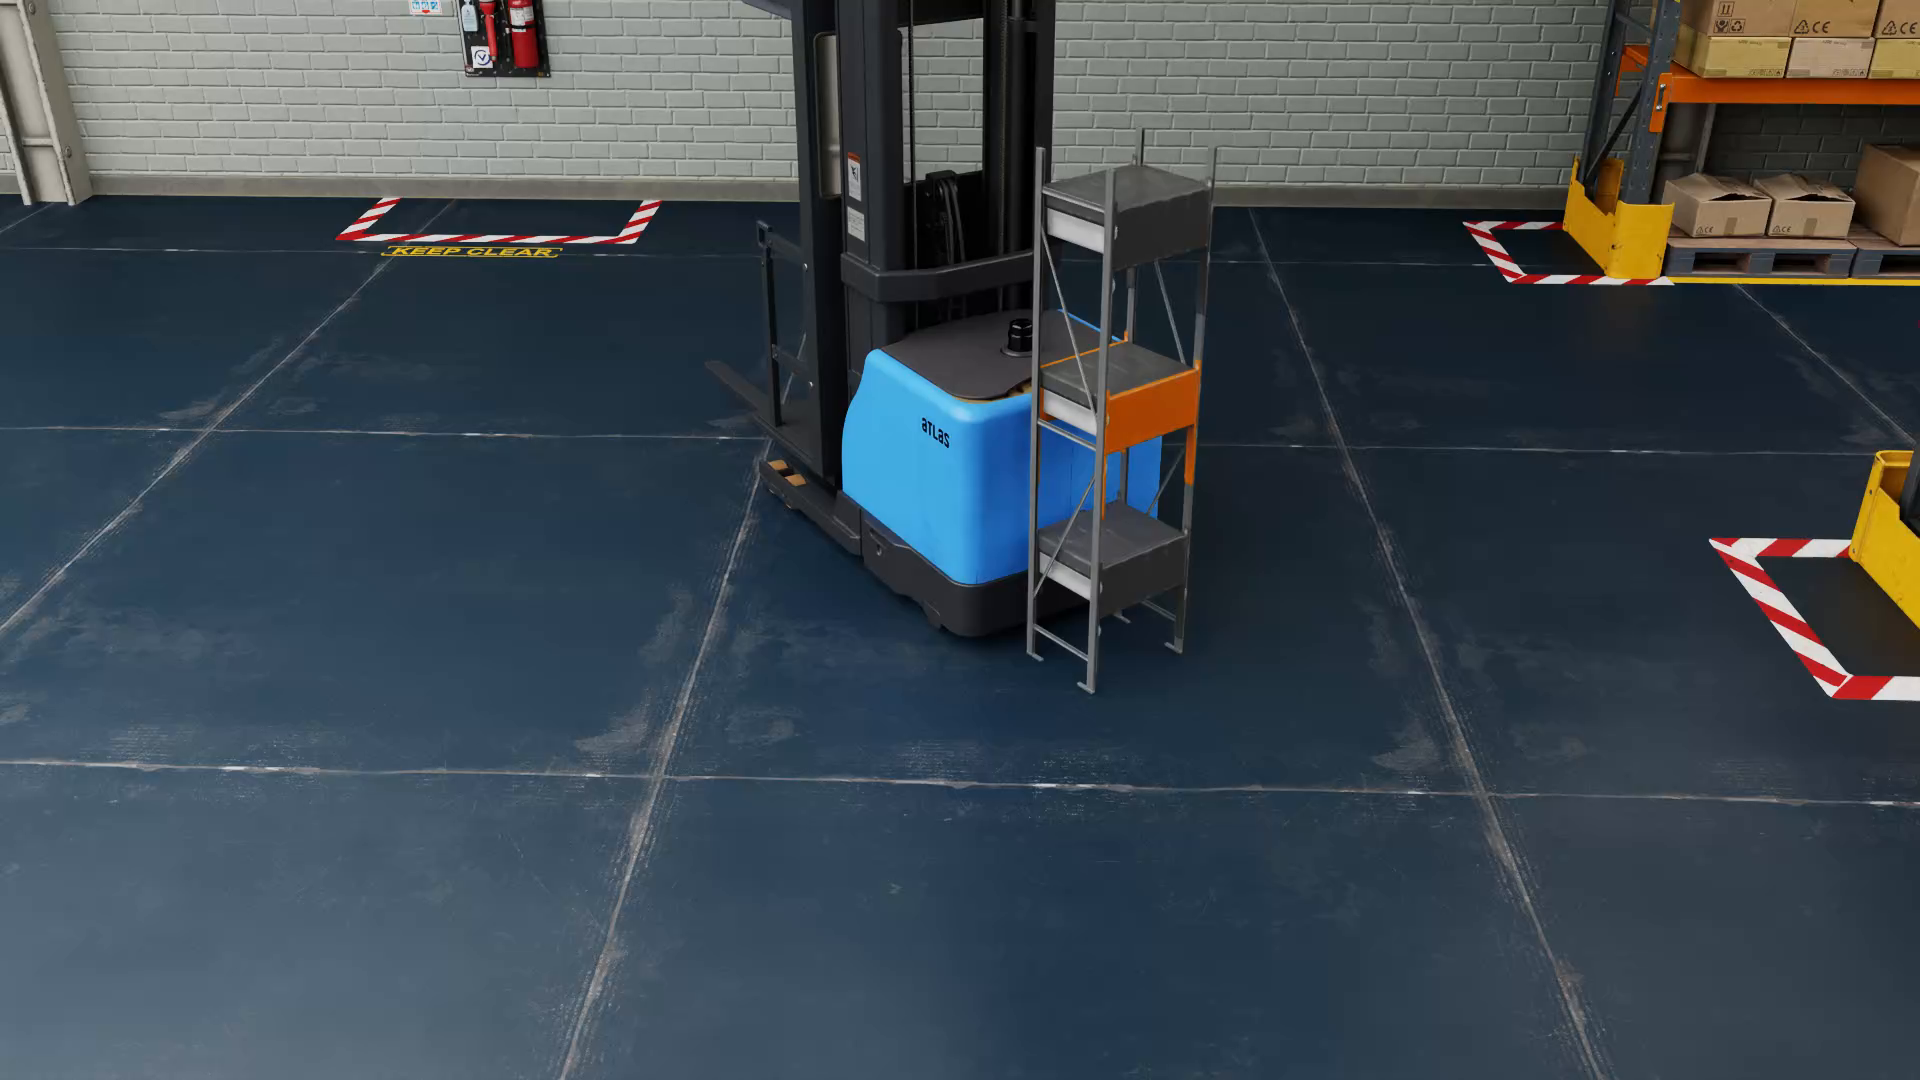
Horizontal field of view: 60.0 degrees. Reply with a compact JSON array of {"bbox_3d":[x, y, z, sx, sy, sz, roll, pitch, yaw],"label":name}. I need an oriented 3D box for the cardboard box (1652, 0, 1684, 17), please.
[{"bbox_3d":[4.899,-3.691,10.849,0.500,0.500,0.500,1,28,1],"label":"cardboard box"}]

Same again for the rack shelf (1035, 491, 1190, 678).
[{"bbox_3d":[0.596,0.170,6.709,0.480,0.518,0.431,-20,34,-33],"label":"rack shelf"}]

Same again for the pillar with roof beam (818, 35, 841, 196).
[{"bbox_3d":[-0.998,-4.454,6.544,0.400,9.000,9.100,1,28,2],"label":"pillar with roof beam"}]

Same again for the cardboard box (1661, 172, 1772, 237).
[{"bbox_3d":[5.109,-2.279,11.247,0.500,0.311,0.500,-2,28,-4],"label":"cardboard box"}]

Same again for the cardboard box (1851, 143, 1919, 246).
[{"bbox_3d":[6.410,-2.317,11.118,0.500,0.500,0.700,-1,28,-1],"label":"cardboard box"}]

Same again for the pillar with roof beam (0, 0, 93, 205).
[{"bbox_3d":[-6.994,-4.553,6.731,0.400,9.000,9.100,1,28,2],"label":"pillar with roof beam"}]

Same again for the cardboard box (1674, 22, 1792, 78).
[{"bbox_3d":[4.897,-3.112,10.556,0.500,0.250,0.500,0,28,0],"label":"cardboard box"}]

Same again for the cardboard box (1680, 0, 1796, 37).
[{"bbox_3d":[4.887,-3.451,10.396,0.500,0.500,0.500,1,28,2],"label":"cardboard box"}]

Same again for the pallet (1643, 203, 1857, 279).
[{"bbox_3d":[5.307,-2.063,11.415,1.213,0.211,1.003,1,28,2],"label":"pallet"}]

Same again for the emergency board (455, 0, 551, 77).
[{"bbox_3d":[-3.314,-3.877,11.861,0.643,1.169,0.194,1,28,2],"label":"emergency board"}]

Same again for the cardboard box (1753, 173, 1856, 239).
[{"bbox_3d":[5.678,-2.269,11.229,0.500,0.311,0.500,3,28,6],"label":"cardboard box"}]

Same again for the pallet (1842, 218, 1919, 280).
[{"bbox_3d":[6.523,-2.041,11.375,1.213,0.211,1.003,1,28,2],"label":"pallet"}]

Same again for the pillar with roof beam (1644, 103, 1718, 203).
[{"bbox_3d":[4.999,-4.355,6.357,0.400,9.000,9.100,1,28,2],"label":"pillar with roof beam"}]

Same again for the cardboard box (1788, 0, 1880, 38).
[{"bbox_3d":[5.380,-3.438,10.372,0.500,0.500,0.500,1,28,2],"label":"cardboard box"}]

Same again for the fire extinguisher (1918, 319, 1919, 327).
[{"bbox_3d":[4.148,-1.192,6.879,0.183,0.674,0.296,1,28,2],"label":"fire extinguisher"}]

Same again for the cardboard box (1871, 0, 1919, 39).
[{"bbox_3d":[5.897,-3.427,10.350,0.500,0.500,0.500,0,28,0],"label":"cardboard box"}]

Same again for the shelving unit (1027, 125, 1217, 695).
[{"bbox_3d":[0.594,-0.462,6.378,0.503,2.100,0.431,-20,34,-33],"label":"shelving unit"}]

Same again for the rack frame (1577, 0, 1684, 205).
[{"bbox_3d":[4.420,-3.326,10.821,0.127,3.000,1.000,1,28,2],"label":"rack frame"}]

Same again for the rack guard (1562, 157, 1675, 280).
[{"bbox_3d":[4.496,-2.220,11.404,0.348,0.500,1.175,1,28,2],"label":"rack guard"}]

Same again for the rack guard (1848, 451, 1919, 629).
[{"bbox_3d":[4.225,0.097,7.033,0.348,0.500,1.175,1,28,2],"label":"rack guard"}]

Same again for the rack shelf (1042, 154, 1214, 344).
[{"bbox_3d":[0.591,-1.070,6.059,0.480,0.518,0.431,-20,34,-33],"label":"rack shelf"}]

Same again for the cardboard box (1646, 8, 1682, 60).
[{"bbox_3d":[4.894,-3.351,11.008,0.500,0.250,0.500,1,28,3],"label":"cardboard box"}]

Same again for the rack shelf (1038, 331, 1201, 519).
[{"bbox_3d":[0.594,-0.450,6.384,0.480,0.518,0.431,-20,34,-33],"label":"rack shelf"}]

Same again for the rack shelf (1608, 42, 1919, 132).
[{"bbox_3d":[6.419,-2.975,10.927,4.000,0.370,1.077,1,28,2],"label":"rack shelf"}]

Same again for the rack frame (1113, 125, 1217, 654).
[{"bbox_3d":[0.785,-0.533,6.512,0.015,2.100,0.400,-20,34,-33],"label":"rack frame"}]

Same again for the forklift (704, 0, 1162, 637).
[{"bbox_3d":[-0.328,-1.547,7.539,1.130,2.935,3.031,-16,32,-27],"label":"forklift"}]

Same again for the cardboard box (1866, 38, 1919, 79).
[{"bbox_3d":[5.925,-3.099,10.531,0.500,0.250,0.500,1,28,1],"label":"cardboard box"}]

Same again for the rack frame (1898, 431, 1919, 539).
[{"bbox_3d":[4.249,-1.007,6.447,0.127,3.000,1.000,1,28,2],"label":"rack frame"}]

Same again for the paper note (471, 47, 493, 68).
[{"bbox_3d":[-3.489,-3.523,12.134,0.142,0.148,0.016,1,28,2],"label":"paper note"}]

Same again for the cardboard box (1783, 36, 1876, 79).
[{"bbox_3d":[5.416,-3.110,10.553,0.500,0.250,0.500,0,28,0],"label":"cardboard box"}]

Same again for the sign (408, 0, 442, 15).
[{"bbox_3d":[-3.863,-3.950,11.961,0.234,0.329,0.001,1,28,2],"label":"sign"}]

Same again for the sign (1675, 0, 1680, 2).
[{"bbox_3d":[4.401,-3.454,10.139,0.005,0.325,0.100,1,28,2],"label":"sign"}]

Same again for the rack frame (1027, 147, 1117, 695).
[{"bbox_3d":[0.403,-0.391,6.244,0.015,2.100,0.400,-20,34,-33],"label":"rack frame"}]
